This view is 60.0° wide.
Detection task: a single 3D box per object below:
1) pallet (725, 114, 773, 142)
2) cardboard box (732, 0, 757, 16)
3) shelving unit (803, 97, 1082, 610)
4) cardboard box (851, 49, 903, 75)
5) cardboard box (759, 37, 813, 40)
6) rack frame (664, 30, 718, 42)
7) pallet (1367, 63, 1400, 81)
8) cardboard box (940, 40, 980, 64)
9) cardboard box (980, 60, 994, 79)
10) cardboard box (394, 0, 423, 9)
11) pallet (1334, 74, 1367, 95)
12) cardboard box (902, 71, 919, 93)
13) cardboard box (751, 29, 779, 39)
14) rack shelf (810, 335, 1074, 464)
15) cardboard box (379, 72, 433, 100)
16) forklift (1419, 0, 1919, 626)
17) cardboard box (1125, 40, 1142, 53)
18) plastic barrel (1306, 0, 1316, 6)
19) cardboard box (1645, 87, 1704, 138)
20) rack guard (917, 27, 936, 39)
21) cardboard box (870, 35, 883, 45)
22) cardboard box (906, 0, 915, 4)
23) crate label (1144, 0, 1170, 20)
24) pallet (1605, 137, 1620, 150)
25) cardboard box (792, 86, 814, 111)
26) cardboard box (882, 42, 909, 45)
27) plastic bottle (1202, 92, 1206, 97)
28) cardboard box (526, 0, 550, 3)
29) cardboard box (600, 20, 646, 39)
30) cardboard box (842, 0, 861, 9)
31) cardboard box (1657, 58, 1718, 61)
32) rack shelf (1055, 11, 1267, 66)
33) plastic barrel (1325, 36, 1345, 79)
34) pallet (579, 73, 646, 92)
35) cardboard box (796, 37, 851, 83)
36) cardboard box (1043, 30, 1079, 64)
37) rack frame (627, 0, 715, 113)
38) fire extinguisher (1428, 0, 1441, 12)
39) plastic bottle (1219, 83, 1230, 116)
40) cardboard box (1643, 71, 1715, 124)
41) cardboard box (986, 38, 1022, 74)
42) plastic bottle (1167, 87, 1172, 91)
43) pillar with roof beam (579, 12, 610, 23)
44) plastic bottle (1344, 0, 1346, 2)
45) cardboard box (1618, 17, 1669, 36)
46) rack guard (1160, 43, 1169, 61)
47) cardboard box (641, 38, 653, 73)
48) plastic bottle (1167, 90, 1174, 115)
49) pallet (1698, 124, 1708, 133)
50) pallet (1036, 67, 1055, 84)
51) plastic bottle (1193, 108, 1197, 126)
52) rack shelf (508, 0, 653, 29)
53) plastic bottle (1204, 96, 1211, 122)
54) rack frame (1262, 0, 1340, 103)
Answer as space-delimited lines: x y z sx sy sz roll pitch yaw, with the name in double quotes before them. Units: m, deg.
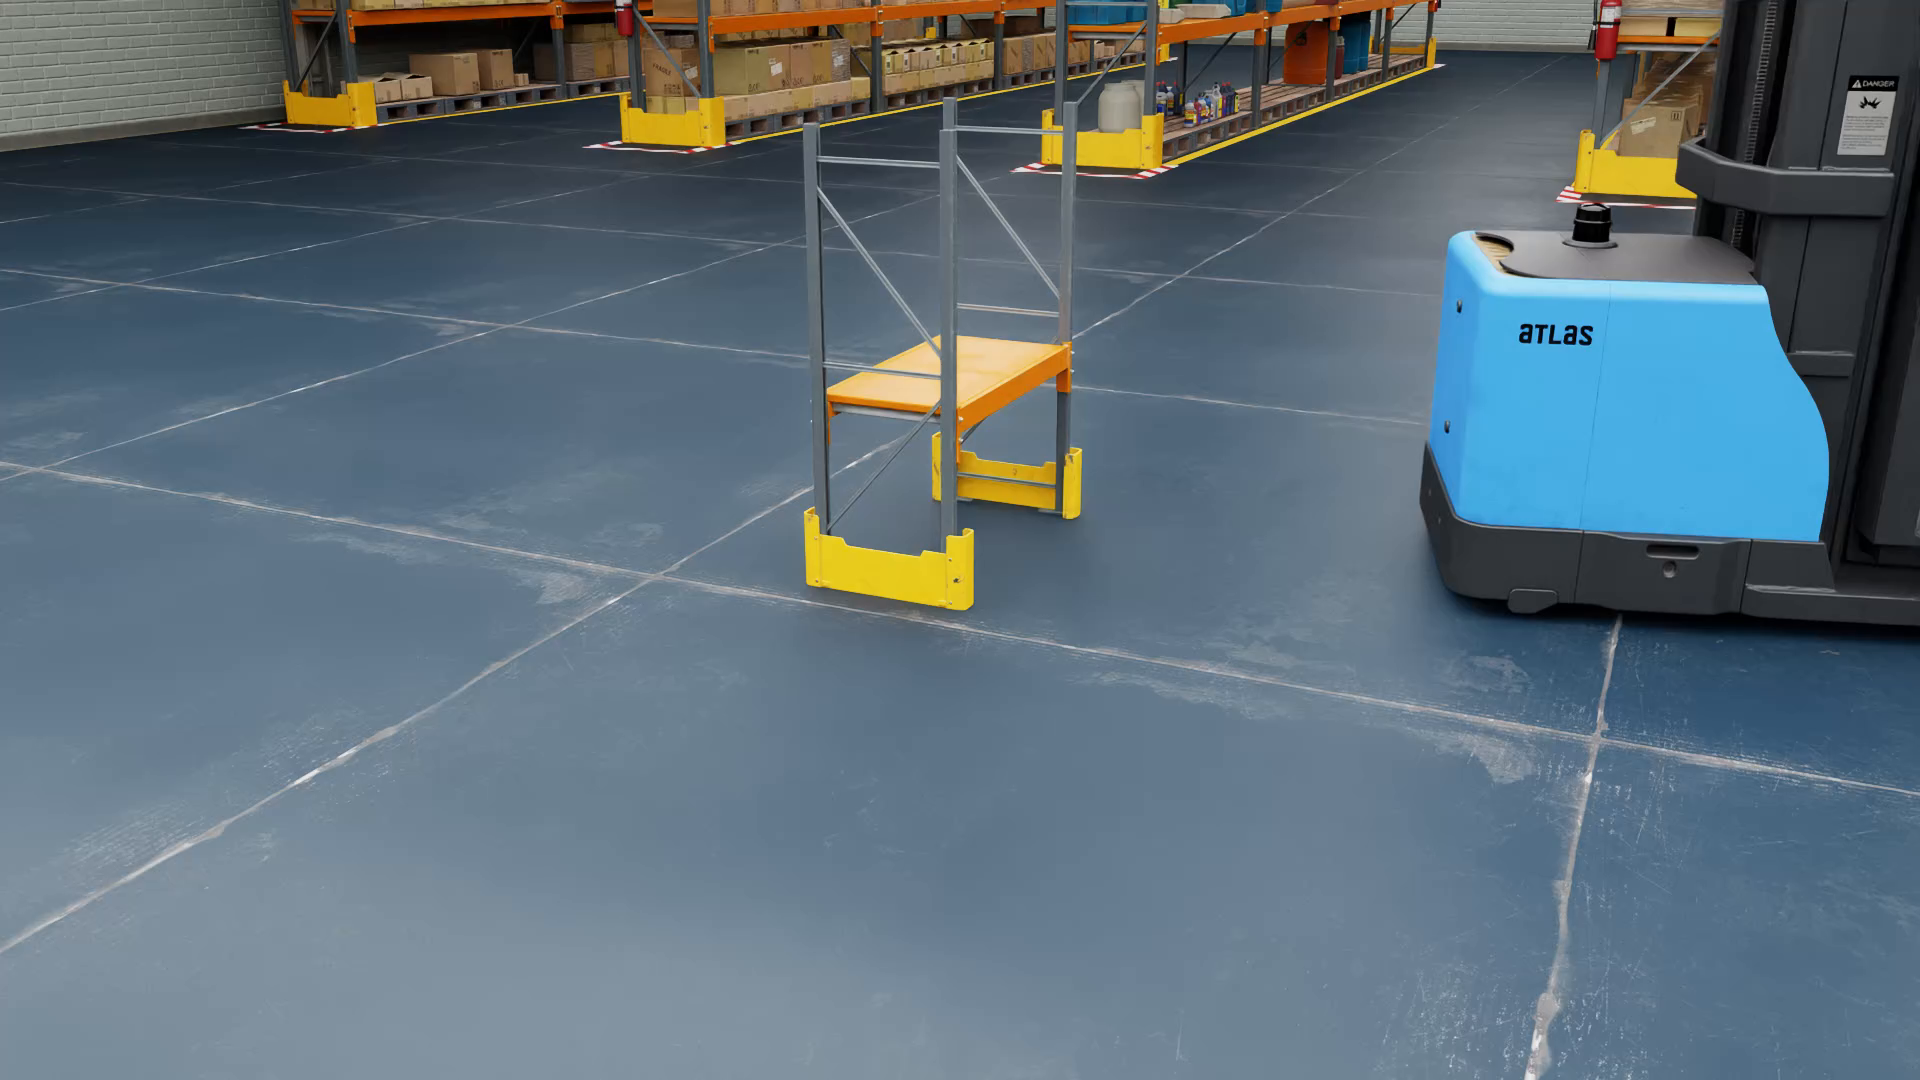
"pallet" -2.842 -4.684 18.825 1.003 0.211 1.213 9 21 23
"cardboard box" -2.704 -6.108 18.517 0.700 0.500 0.500 9 22 24
"shelving unit" -0.031 -0.683 5.652 0.587 1.500 1.083 9 21 23
"cardboard box" -1.083 -6.240 21.678 0.500 0.311 0.500 9 21 23
"cardboard box" -2.152 -5.984 20.677 0.500 0.500 0.500 9 21 23
"rack frame" -4.362 -8.883 26.469 1.000 3.000 0.127 9 21 23
"pallet" 6.580 -7.662 27.199 1.003 0.211 1.213 9 21 23
"cardboard box" -0.038 -7.017 23.863 0.500 0.311 0.500 8 21 22
"cardboard box" 0.166 -6.912 24.405 0.500 0.250 0.500 9 22 24
"cardboard box" -6.949 -6.642 20.363 0.500 0.250 0.500 8 21 21
"pallet" 5.462 -6.828 24.853 1.003 0.211 1.213 9 21 23
"cardboard box" -0.878 -6.129 22.203 0.500 0.250 0.500 9 22 24
"cardboard box" -3.577 -8.541 28.091 0.750 0.750 0.750 8 21 22
"rack shelf" -0.035 -0.511 5.704 0.538 0.185 1.000 9 21 23
"cardboard box" -7.039 -5.751 21.019 0.500 0.311 0.500 11 22 27
"forklift" 3.122 -1.227 5.045 3.031 2.935 1.130 3 20 9
"cardboard box" 3.020 -9.075 30.457 0.500 0.250 0.500 9 21 23
"plastic barrel" 4.450 -7.232 21.661 0.421 0.512 0.421 0 20 0
"cardboard box" 6.946 -4.148 16.258 0.500 0.500 0.500 7 21 18
"rack guard" -1.076 -10.158 33.785 1.175 0.500 0.348 9 21 23
"cardboard box" -1.903 -9.650 31.730 0.700 0.500 0.500 9 22 24
"cardboard box" -0.934 -7.422 22.213 0.500 0.500 0.500 10 22 27
"crate label" 1.907 -5.694 17.451 0.502 0.435 0.616 9 21 23
"pallet" 6.816 -3.723 16.121 1.003 0.211 1.213 9 21 23
"cardboard box" -2.079 -5.253 19.739 0.500 0.250 0.500 9 21 23
"cardboard box" -0.952 -6.776 23.186 0.500 0.311 0.500 8 21 22
"plastic bottle" 2.723 -4.840 18.500 0.061 0.283 0.133 9 21 23
"cardboard box" -5.918 -7.412 22.528 0.500 0.250 0.500 9 21 23
"cardboard box" -5.106 -7.715 25.140 0.500 0.250 0.500 8 21 22
"cardboard box" -1.655 -6.892 20.722 0.700 0.500 0.500 8 21 21
"cardboard box" 8.939 -5.666 20.497 0.700 0.500 0.500 7 21 20
"rack shelf" 2.219 -5.350 17.610 1.077 0.370 4.000 9 21 23
"plastic barrel" 5.323 -7.082 24.378 0.600 0.588 0.708 9 21 23
"pallet" -5.184 -6.959 25.220 1.003 0.211 1.213 9 21 23
"cardboard box" -1.685 -5.914 20.479 0.500 0.500 0.500 9 21 23
"cardboard box" 1.646 -8.116 27.388 0.500 0.500 0.500 9 21 23
"rack frame" -3.117 -5.759 17.684 1.000 3.000 0.127 9 21 23
"fire extinguisher" 8.429 -9.740 29.553 0.296 0.674 0.183 9 21 23
"plastic bottle" 2.959 -4.965 18.749 0.144 0.351 0.185 7 21 20
"cardboard box" 7.828 -4.835 18.162 0.700 0.500 0.500 7 21 19
"cardboard box" 0.606 -7.334 25.187 0.500 0.500 0.500 10 22 25
"plastic bottle" 2.400 -5.085 19.198 0.152 0.276 0.135 9 22 25
"pillar with roof beam" -1.756 -10.840 23.019 9.100 9.000 0.400 9 21 23
"plastic bottle" 5.338 -7.694 23.312 0.152 0.276 0.135 9 21 23
"cardboard box" 5.847 -4.395 14.226 0.380 0.149 0.250 9 21 23
"rack guard" 3.404 -9.449 31.791 1.175 0.500 0.348 9 21 23
"cardboard box" -5.104 -7.388 25.339 0.700 0.500 0.500 8 21 22
"plastic bottle" 2.380 -4.972 18.887 0.097 0.271 0.097 0 20 0
"pallet" 7.874 -4.545 18.434 1.003 0.211 1.213 9 21 23
"pallet" 1.000 -7.485 26.700 1.003 0.211 1.213 9 21 23
"plastic bottle" 2.469 -4.510 17.692 0.097 0.201 0.097 0 20 0
"rack shelf" -5.181 -7.932 24.870 1.077 0.370 4.000 9 21 23
"plastic bottle" 2.691 -4.708 18.147 0.097 0.271 0.097 0 20 0
"rack frame" 4.676 -7.523 22.647 1.000 3.000 0.127 9 21 23
